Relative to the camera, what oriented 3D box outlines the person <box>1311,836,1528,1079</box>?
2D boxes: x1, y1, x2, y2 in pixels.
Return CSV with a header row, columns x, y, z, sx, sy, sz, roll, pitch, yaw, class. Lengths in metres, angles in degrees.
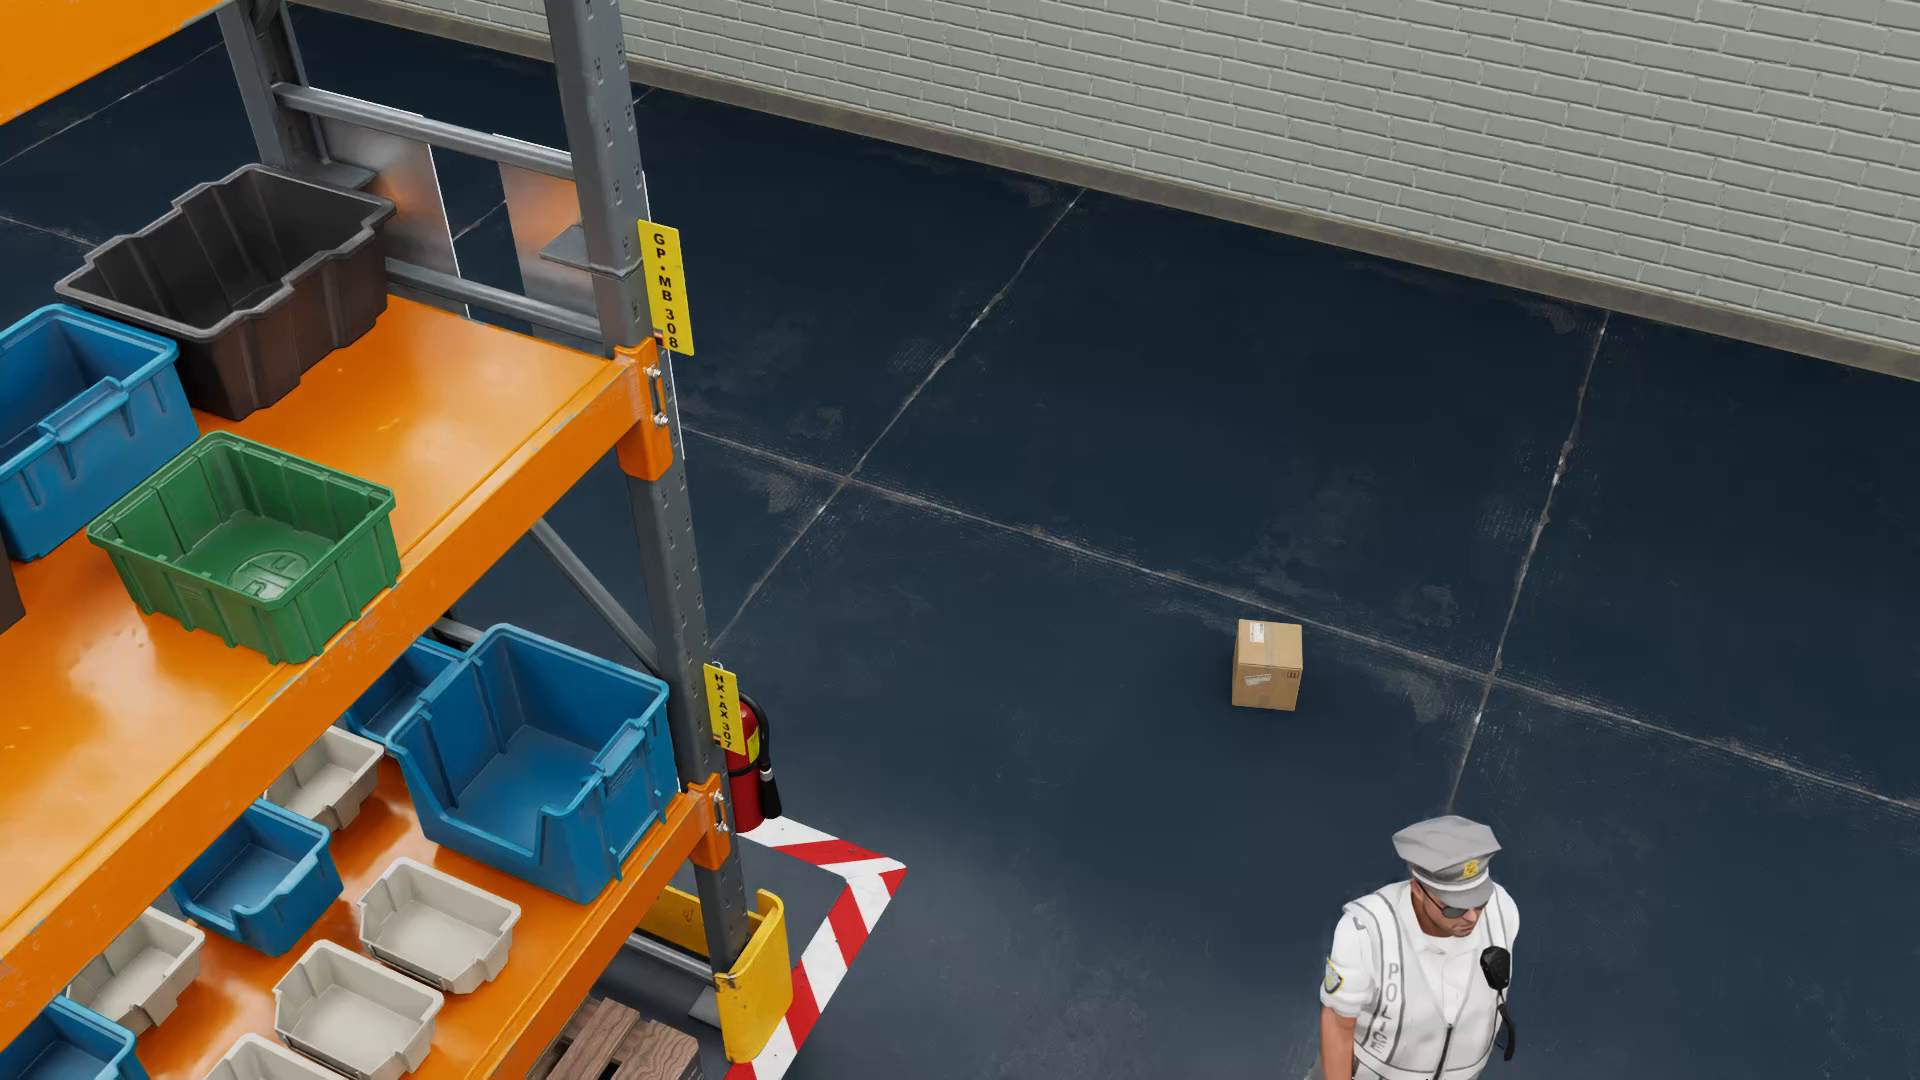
x,y,z,sx,sy,sz,roll,pitch,yaw,class
1.221,1.499,4.436,0.533,1.723,0.988,-3,42,-4,person
